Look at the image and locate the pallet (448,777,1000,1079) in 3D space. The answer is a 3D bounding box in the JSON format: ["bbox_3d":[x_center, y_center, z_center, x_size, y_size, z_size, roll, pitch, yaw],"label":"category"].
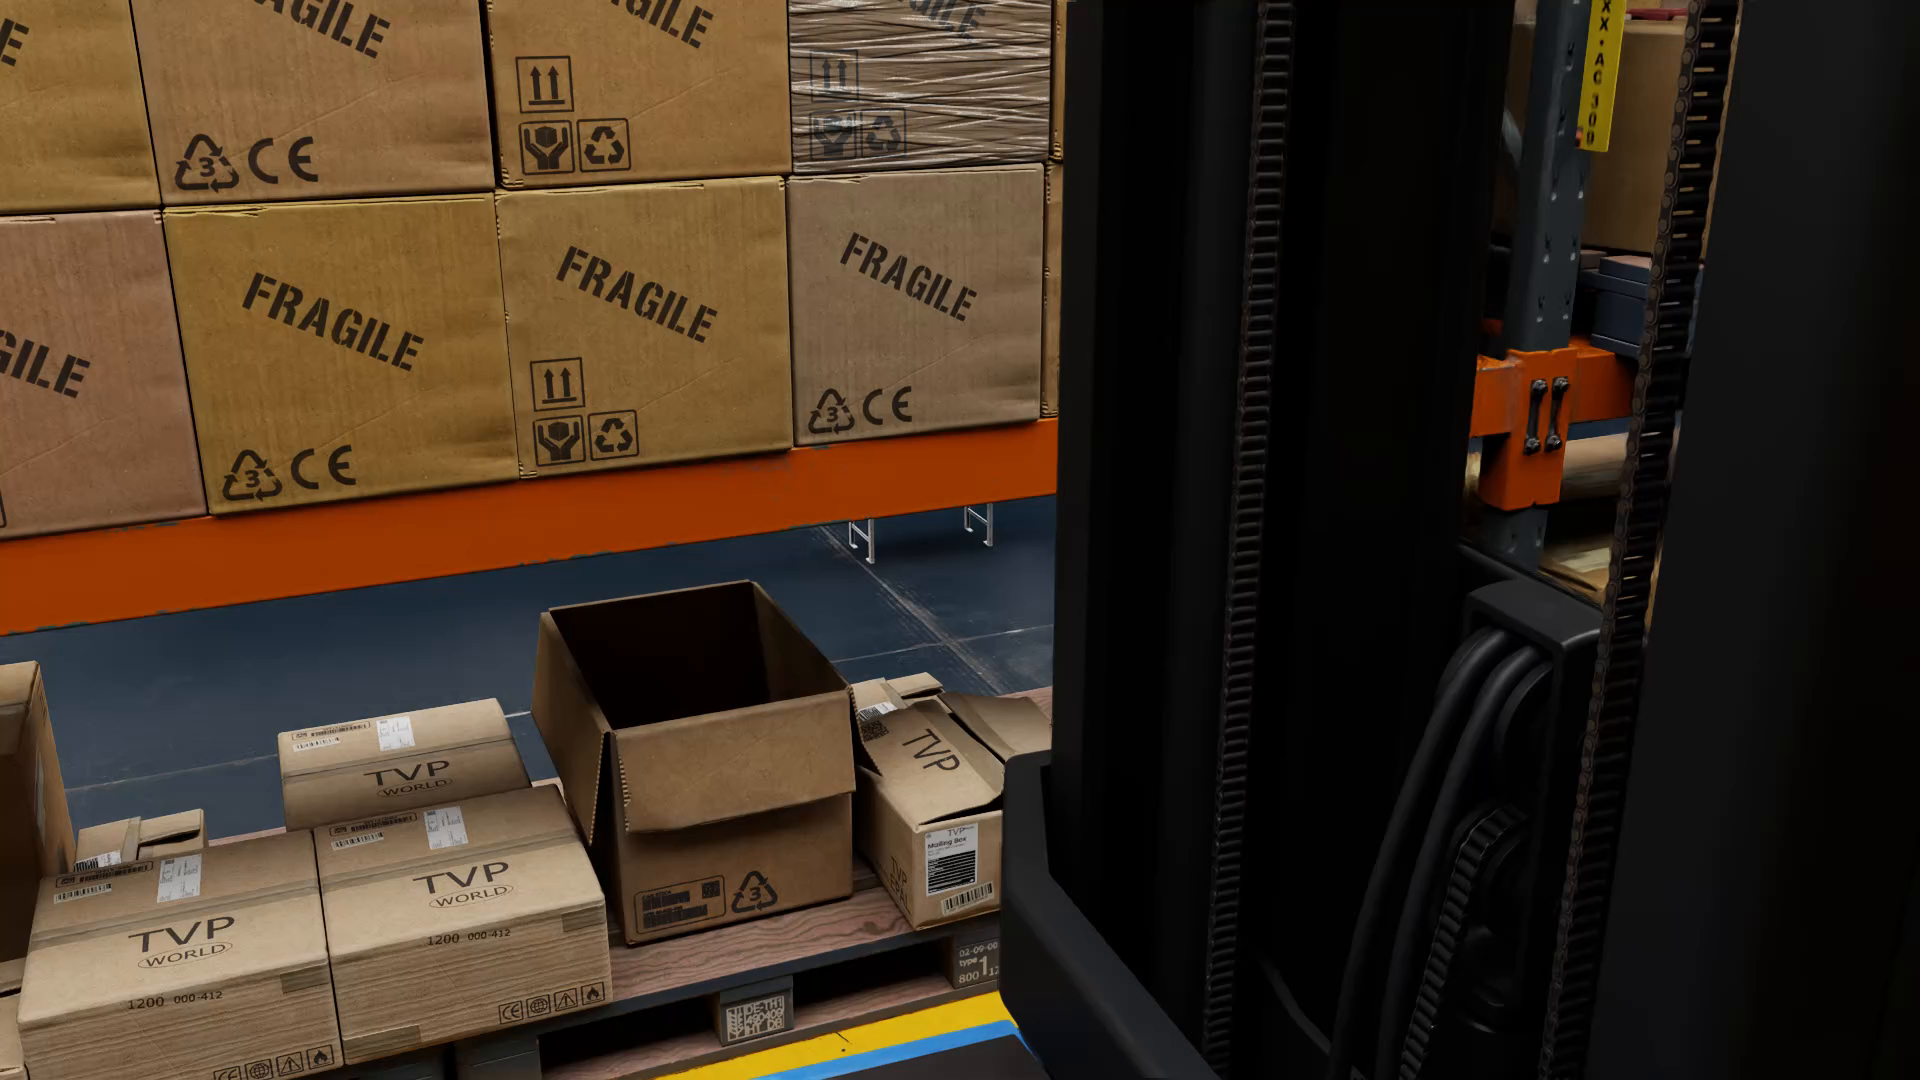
[{"bbox_3d":[-0.618,0.820,3.876,1.213,0.211,1.003,-8,21,-22],"label":"pallet"}]

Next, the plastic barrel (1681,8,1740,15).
[{"bbox_3d":[4.883,-3.219,10.944,0.433,0.535,0.433,0,19,0],"label":"plastic barrel"}]

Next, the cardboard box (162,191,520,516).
[{"bbox_3d":[-1.092,-0.381,2.936,0.500,0.500,0.500,-8,21,-22],"label":"cardboard box"}]

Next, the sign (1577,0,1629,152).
[{"bbox_3d":[1.357,-0.991,3.517,0.005,0.325,0.100,-8,21,-22],"label":"sign"}]

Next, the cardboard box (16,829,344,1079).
[{"bbox_3d":[-1.467,0.818,3.161,0.500,0.250,0.500,-8,21,-22],"label":"cardboard box"}]

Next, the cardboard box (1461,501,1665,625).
[{"bbox_3d":[1.676,0.235,4.439,0.500,0.500,0.500,-9,21,-24],"label":"cardboard box"}]

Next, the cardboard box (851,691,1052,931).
[{"bbox_3d":[0.036,0.574,3.762,0.500,0.311,0.500,-8,21,-22],"label":"cardboard box"}]

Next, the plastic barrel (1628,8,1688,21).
[{"bbox_3d":[4.486,-3.162,10.782,0.433,0.535,0.433,0,19,0],"label":"plastic barrel"}]

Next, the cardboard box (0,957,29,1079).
[{"bbox_3d":[-1.788,0.925,2.983,0.250,0.166,0.380,-8,21,-22],"label":"cardboard box"}]

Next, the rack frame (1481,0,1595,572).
[{"bbox_3d":[1.135,-0.747,4.128,0.127,3.000,1.000,-8,21,-22],"label":"rack frame"}]

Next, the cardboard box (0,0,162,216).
[{"bbox_3d":[-1.549,-0.789,2.590,0.500,0.500,0.500,-8,21,-21],"label":"cardboard box"}]

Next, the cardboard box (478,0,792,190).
[{"bbox_3d":[-0.621,-0.920,2.963,0.500,0.500,0.500,-8,21,-22],"label":"cardboard box"}]

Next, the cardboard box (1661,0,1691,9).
[{"bbox_3d":[6.829,-5.316,16.504,0.500,0.500,0.875,-8,21,-22],"label":"cardboard box"}]

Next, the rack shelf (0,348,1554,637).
[{"bbox_3d":[-0.701,-0.145,3.500,4.000,0.370,1.077,-8,21,-22],"label":"rack shelf"}]

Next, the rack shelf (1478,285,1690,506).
[{"bbox_3d":[2.971,-0.671,4.994,4.000,0.370,1.077,-8,21,-22],"label":"rack shelf"}]

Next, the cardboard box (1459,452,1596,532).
[{"bbox_3d":[1.475,0.072,4.902,0.500,0.500,0.500,-8,21,-22],"label":"cardboard box"}]

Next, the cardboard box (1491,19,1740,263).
[{"bbox_3d":[1.659,-0.987,4.025,0.500,0.500,0.700,-17,26,-40],"label":"cardboard box"}]

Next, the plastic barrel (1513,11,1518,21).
[{"bbox_3d":[3.155,-3.002,10.327,0.708,0.536,0.600,-8,21,-22],"label":"plastic barrel"}]

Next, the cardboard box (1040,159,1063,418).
[{"bbox_3d":[0.305,-0.582,3.508,0.500,0.500,0.500,-8,21,-20],"label":"cardboard box"}]

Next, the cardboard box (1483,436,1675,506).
[{"bbox_3d":[1.932,0.010,5.080,0.500,0.500,0.500,-8,21,-22],"label":"cardboard box"}]

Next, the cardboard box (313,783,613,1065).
[{"bbox_3d":[-1.008,0.752,3.348,0.500,0.250,0.500,-8,21,-22],"label":"cardboard box"}]

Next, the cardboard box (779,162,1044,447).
[{"bbox_3d":[-0.166,-0.514,3.314,0.500,0.500,0.500,-8,21,-21],"label":"cardboard box"}]

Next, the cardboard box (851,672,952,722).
[{"bbox_3d":[-0.126,0.488,4.224,0.250,0.166,0.380,-8,21,-22],"label":"cardboard box"}]

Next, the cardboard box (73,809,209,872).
[{"bbox_3d":[-1.729,0.735,3.520,0.250,0.166,0.380,-8,21,-22],"label":"cardboard box"}]

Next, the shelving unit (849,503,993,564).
[{"bbox_3d":[-0.152,-0.544,6.261,0.503,1.200,0.258,-8,21,-22],"label":"shelving unit"}]

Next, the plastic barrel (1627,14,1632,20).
[{"bbox_3d":[4.096,-3.093,10.622,0.421,0.512,0.421,0,19,0],"label":"plastic barrel"}]

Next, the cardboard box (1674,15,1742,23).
[{"bbox_3d":[2.265,-1.096,4.336,0.500,0.500,0.700,-5,20,-13],"label":"cardboard box"}]

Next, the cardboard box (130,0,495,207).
[{"bbox_3d":[-1.088,-0.853,2.772,0.500,0.500,0.500,-8,21,-21],"label":"cardboard box"}]

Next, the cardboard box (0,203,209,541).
[{"bbox_3d":[-1.554,-0.316,2.751,0.500,0.500,0.500,-8,21,-22],"label":"cardboard box"}]

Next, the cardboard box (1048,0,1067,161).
[{"bbox_3d":[0.304,-1.052,3.338,0.500,0.500,0.500,-9,21,-23],"label":"cardboard box"}]

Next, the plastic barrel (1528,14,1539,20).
[{"bbox_3d":[3.709,-3.038,10.464,0.421,0.512,0.421,0,19,0],"label":"plastic barrel"}]

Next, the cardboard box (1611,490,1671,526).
[{"bbox_3d":[2.161,0.161,4.648,0.500,0.500,0.500,-8,21,-21],"label":"cardboard box"}]

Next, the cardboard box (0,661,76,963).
[{"bbox_3d":[-2.136,0.604,3.392,0.500,0.500,0.500,-8,21,-22],"label":"cardboard box"}]

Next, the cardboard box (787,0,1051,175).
[{"bbox_3d":[-0.159,-0.986,3.150,0.500,0.500,0.500,-8,21,-21],"label":"cardboard box"}]

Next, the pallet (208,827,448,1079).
[{"bbox_3d":[-1.736,0.979,3.423,1.213,0.211,1.003,-8,21,-22],"label":"pallet"}]

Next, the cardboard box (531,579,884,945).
[{"bbox_3d":[-0.588,0.472,3.763,0.637,0.503,0.797,-8,21,-22],"label":"cardboard box"}]

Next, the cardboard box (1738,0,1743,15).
[{"bbox_3d":[7.306,-5.368,16.654,0.500,0.500,0.875,-8,21,-22],"label":"cardboard box"}]

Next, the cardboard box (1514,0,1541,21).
[{"bbox_3d":[4.998,-5.049,15.746,0.500,0.500,0.875,-8,21,-22],"label":"cardboard box"}]

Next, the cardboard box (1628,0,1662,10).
[{"bbox_3d":[6.366,-5.254,16.328,0.500,0.500,0.875,-8,21,-22],"label":"cardboard box"}]

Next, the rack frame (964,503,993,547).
[{"bbox_3d":[0.072,-0.576,6.352,0.015,1.200,0.240,-8,21,-22],"label":"rack frame"}]

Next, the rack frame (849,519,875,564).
[{"bbox_3d":[-0.376,-0.512,6.170,0.015,1.200,0.240,-8,21,-22],"label":"rack frame"}]

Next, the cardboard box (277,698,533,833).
[{"bbox_3d":[-1.252,0.606,3.762,0.500,0.250,0.500,-8,21,-22],"label":"cardboard box"}]

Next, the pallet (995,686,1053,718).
[{"bbox_3d":[0.504,0.658,4.335,1.213,0.211,1.003,-8,21,-22],"label":"pallet"}]

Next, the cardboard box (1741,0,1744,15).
[{"bbox_3d":[7.717,-5.471,16.944,0.500,0.500,0.875,-8,21,-22],"label":"cardboard box"}]

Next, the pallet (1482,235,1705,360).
[{"bbox_3d":[1.912,-0.728,4.364,1.213,0.211,1.003,-8,21,-22],"label":"pallet"}]

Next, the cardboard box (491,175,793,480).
[{"bbox_3d":[-0.633,-0.446,3.122,0.500,0.500,0.500,-8,21,-21],"label":"cardboard box"}]

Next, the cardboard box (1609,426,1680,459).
[{"bbox_3d":[2.392,-0.056,5.267,0.500,0.500,0.500,-8,21,-21],"label":"cardboard box"}]
